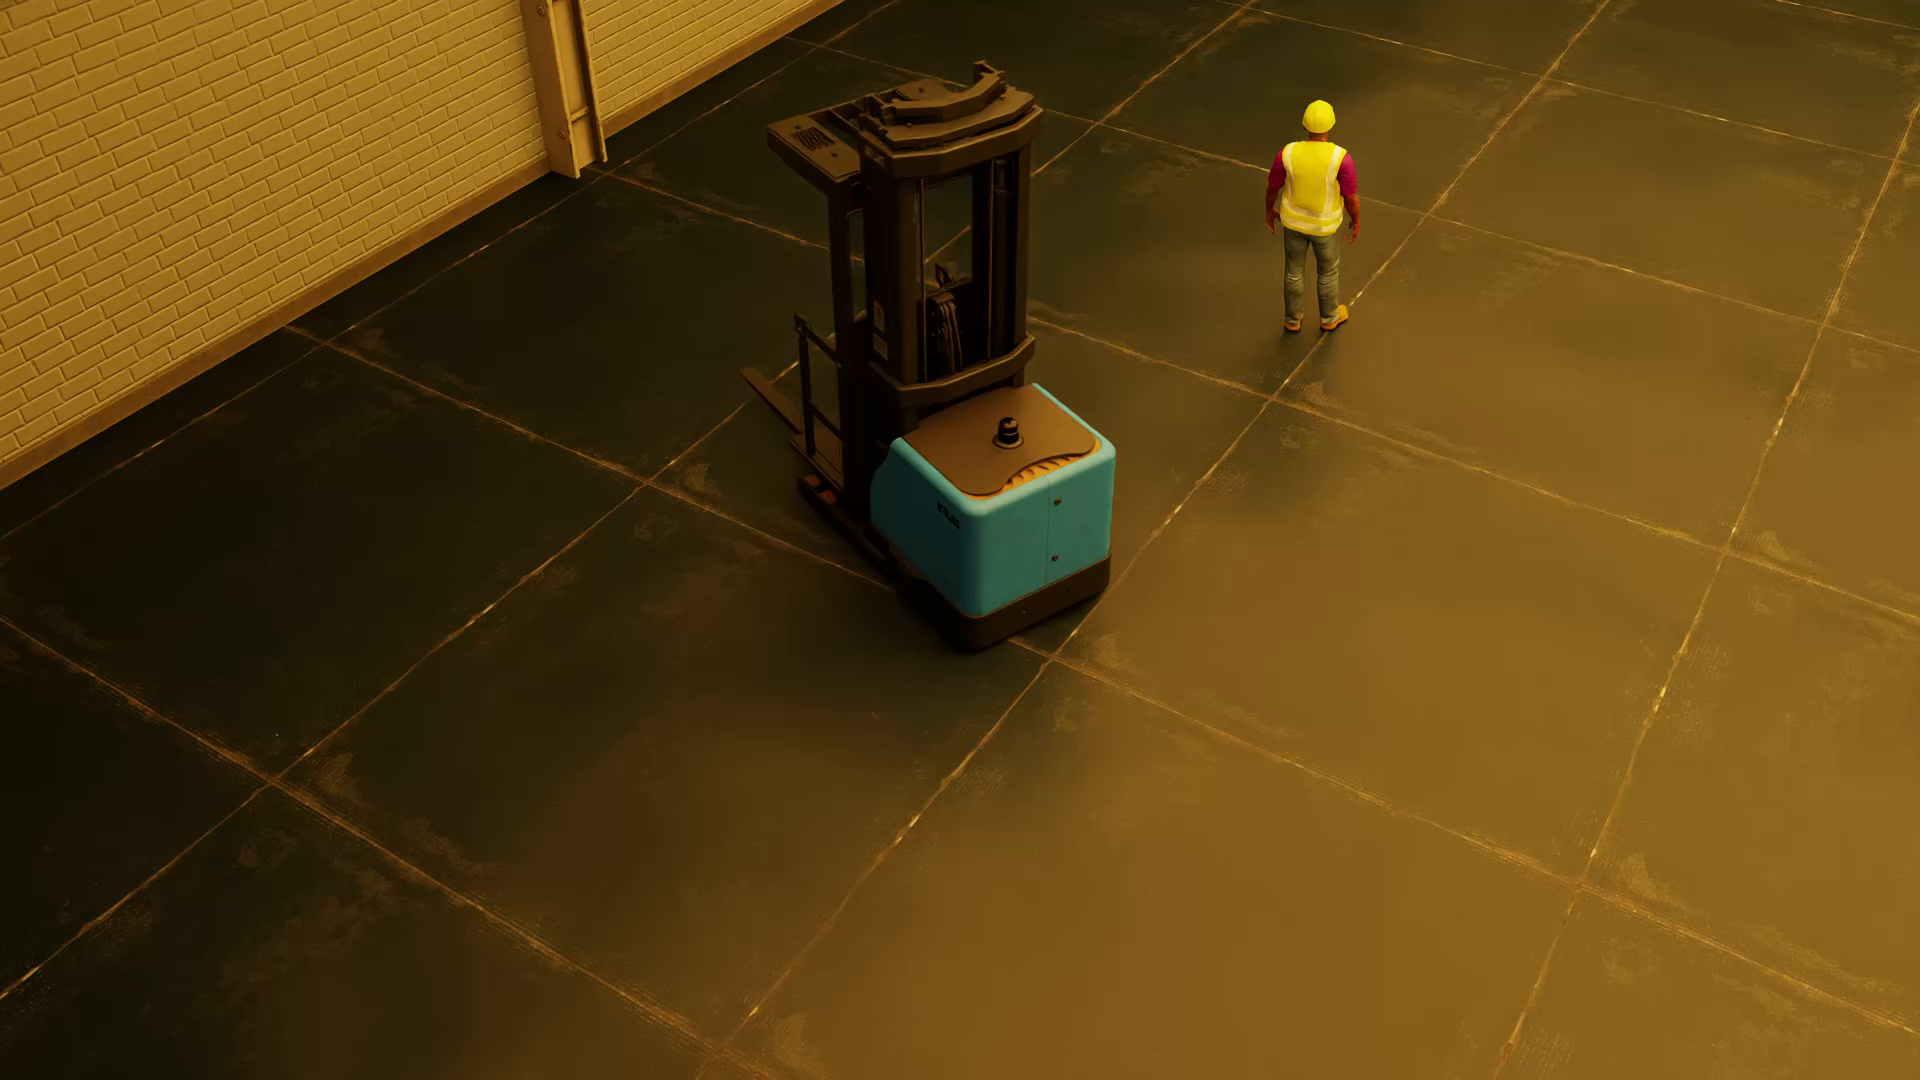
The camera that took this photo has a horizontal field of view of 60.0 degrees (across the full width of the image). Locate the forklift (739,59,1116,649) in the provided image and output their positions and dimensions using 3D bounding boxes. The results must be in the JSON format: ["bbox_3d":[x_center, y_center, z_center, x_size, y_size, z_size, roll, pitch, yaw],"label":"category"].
[{"bbox_3d":[-0.366,-1.421,9.644,1.130,2.935,3.031,-24,46,-26],"label":"forklift"}]

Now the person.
[{"bbox_3d":[2.452,-2.251,11.513,0.666,1.765,0.578,16,43,18],"label":"person"}]
